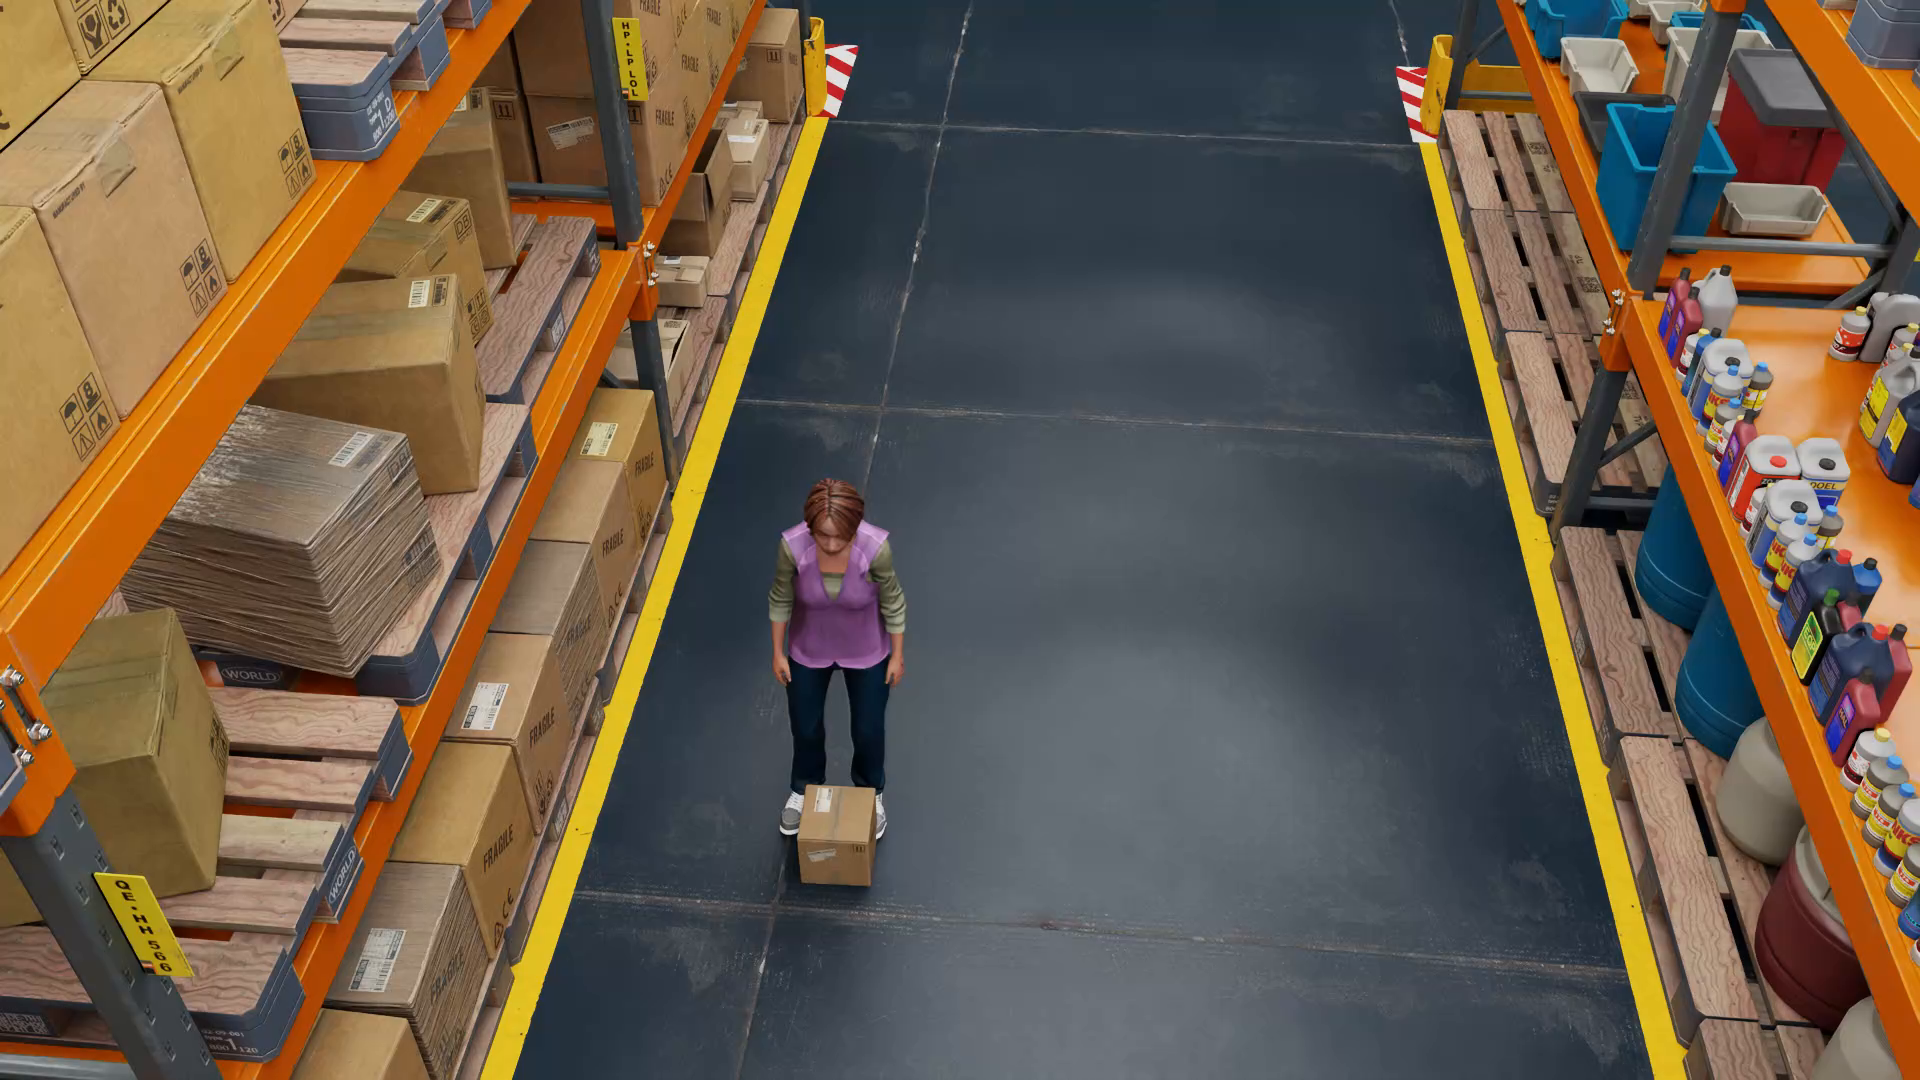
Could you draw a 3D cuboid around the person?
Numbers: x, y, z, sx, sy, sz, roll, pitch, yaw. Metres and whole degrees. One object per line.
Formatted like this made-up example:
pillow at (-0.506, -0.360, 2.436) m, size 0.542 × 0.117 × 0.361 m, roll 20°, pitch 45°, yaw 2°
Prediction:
person at (-0.422, 0.492, 5.777) m, size 0.482 × 1.352 × 0.330 m, roll 1°, pitch 41°, yaw 1°
